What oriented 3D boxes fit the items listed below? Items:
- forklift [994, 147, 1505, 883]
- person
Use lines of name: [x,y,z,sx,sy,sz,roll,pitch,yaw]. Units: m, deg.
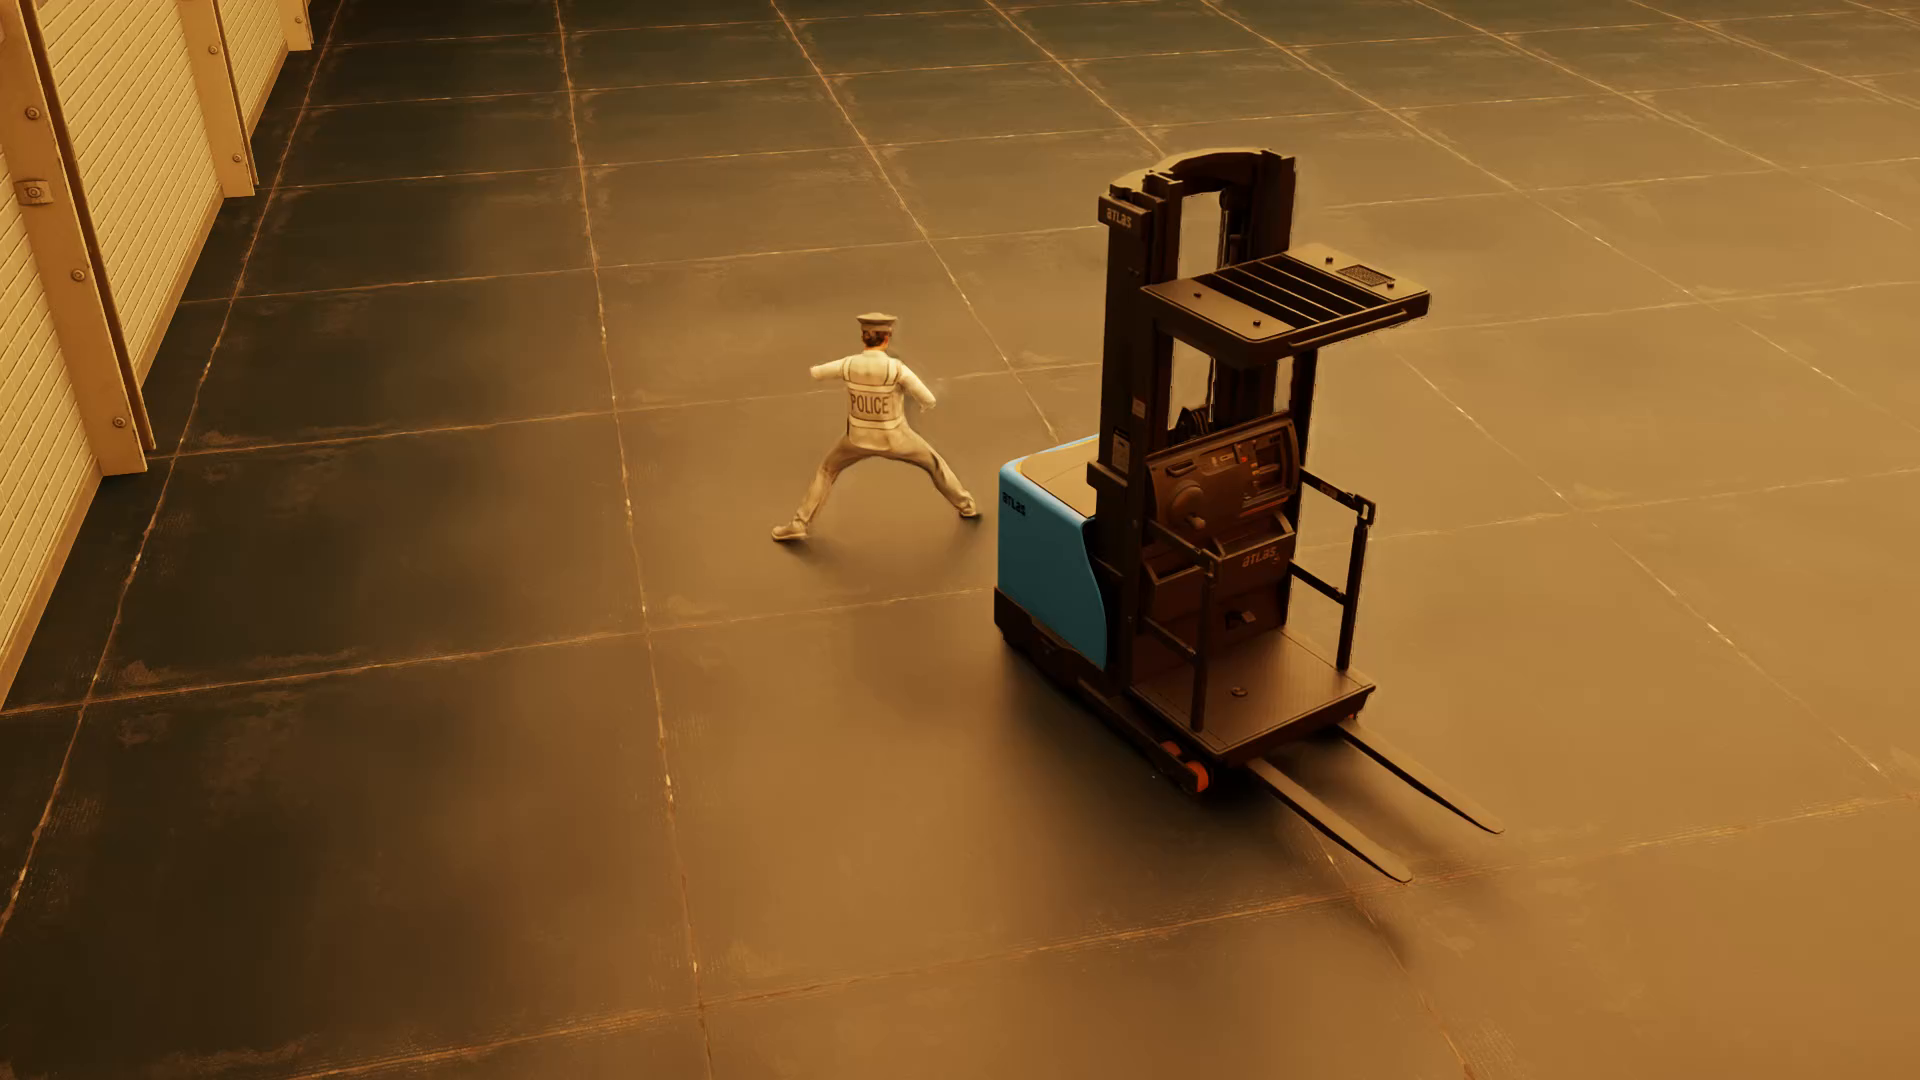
forklift: [1.426,-0.272,8.044,1.130,2.935,3.031,-18,35,-28]
person: [-0.530,-0.744,10.314,1.194,1.484,0.893,7,31,12]
